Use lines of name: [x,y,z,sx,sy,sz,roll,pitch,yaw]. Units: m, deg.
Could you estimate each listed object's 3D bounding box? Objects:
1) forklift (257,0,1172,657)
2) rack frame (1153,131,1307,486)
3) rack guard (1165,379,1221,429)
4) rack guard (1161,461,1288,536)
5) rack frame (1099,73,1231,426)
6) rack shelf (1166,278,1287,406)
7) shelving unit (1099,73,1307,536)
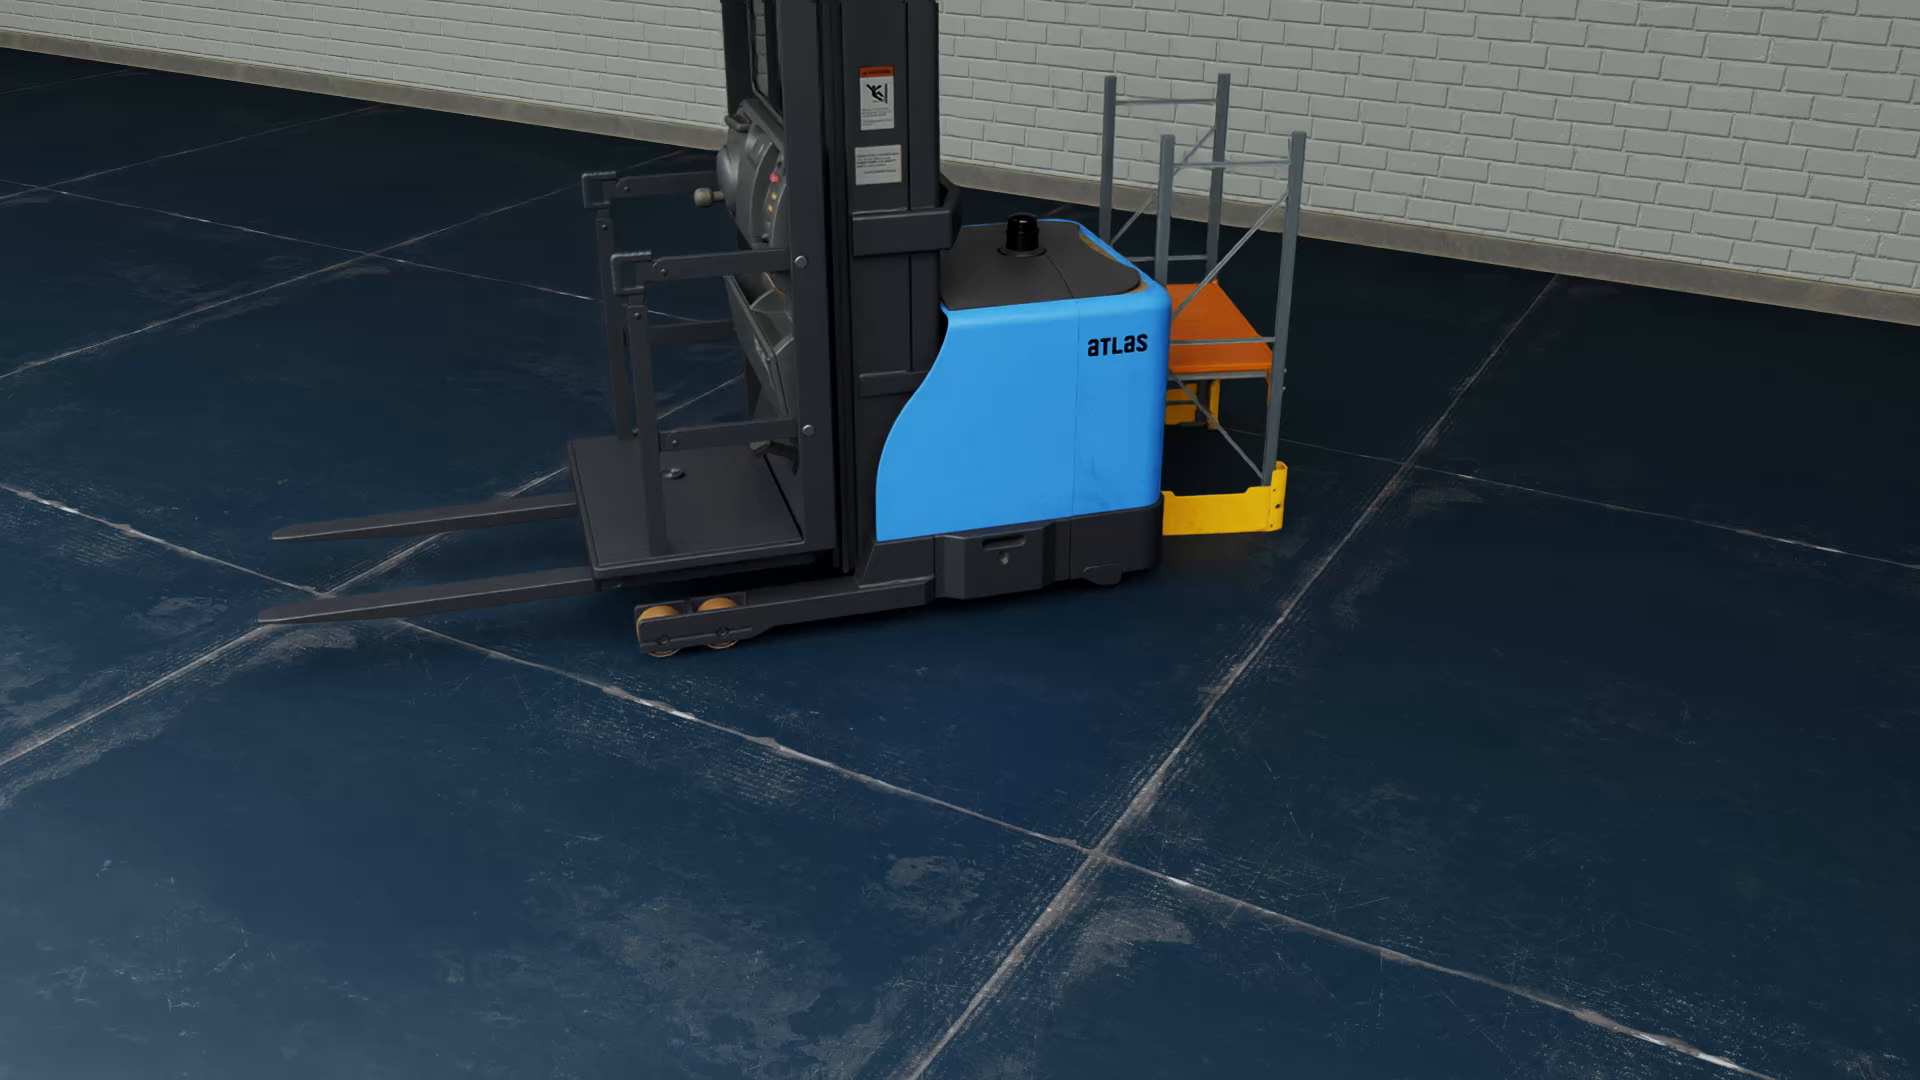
forklift: [-0.855,-1.188,5.350,3.031,2.935,1.130,-8,28,-15]
rack frame: [0.933,-0.713,5.999,0.500,1.500,0.032,-3,27,-6]
rack guard: [0.823,-0.598,7.165,0.587,0.250,0.087,-3,27,-6]
rack guard: [0.933,-0.155,6.280,0.587,0.250,0.087,-3,27,-6]
rack frame: [0.821,-1.165,6.903,0.500,1.500,0.032,-3,27,-6]
rack shelf: [0.877,-0.778,6.531,0.538,0.185,1.000,-3,27,-6]
shelving unit: [0.878,-0.935,6.443,0.587,1.500,1.083,-3,27,-6]
